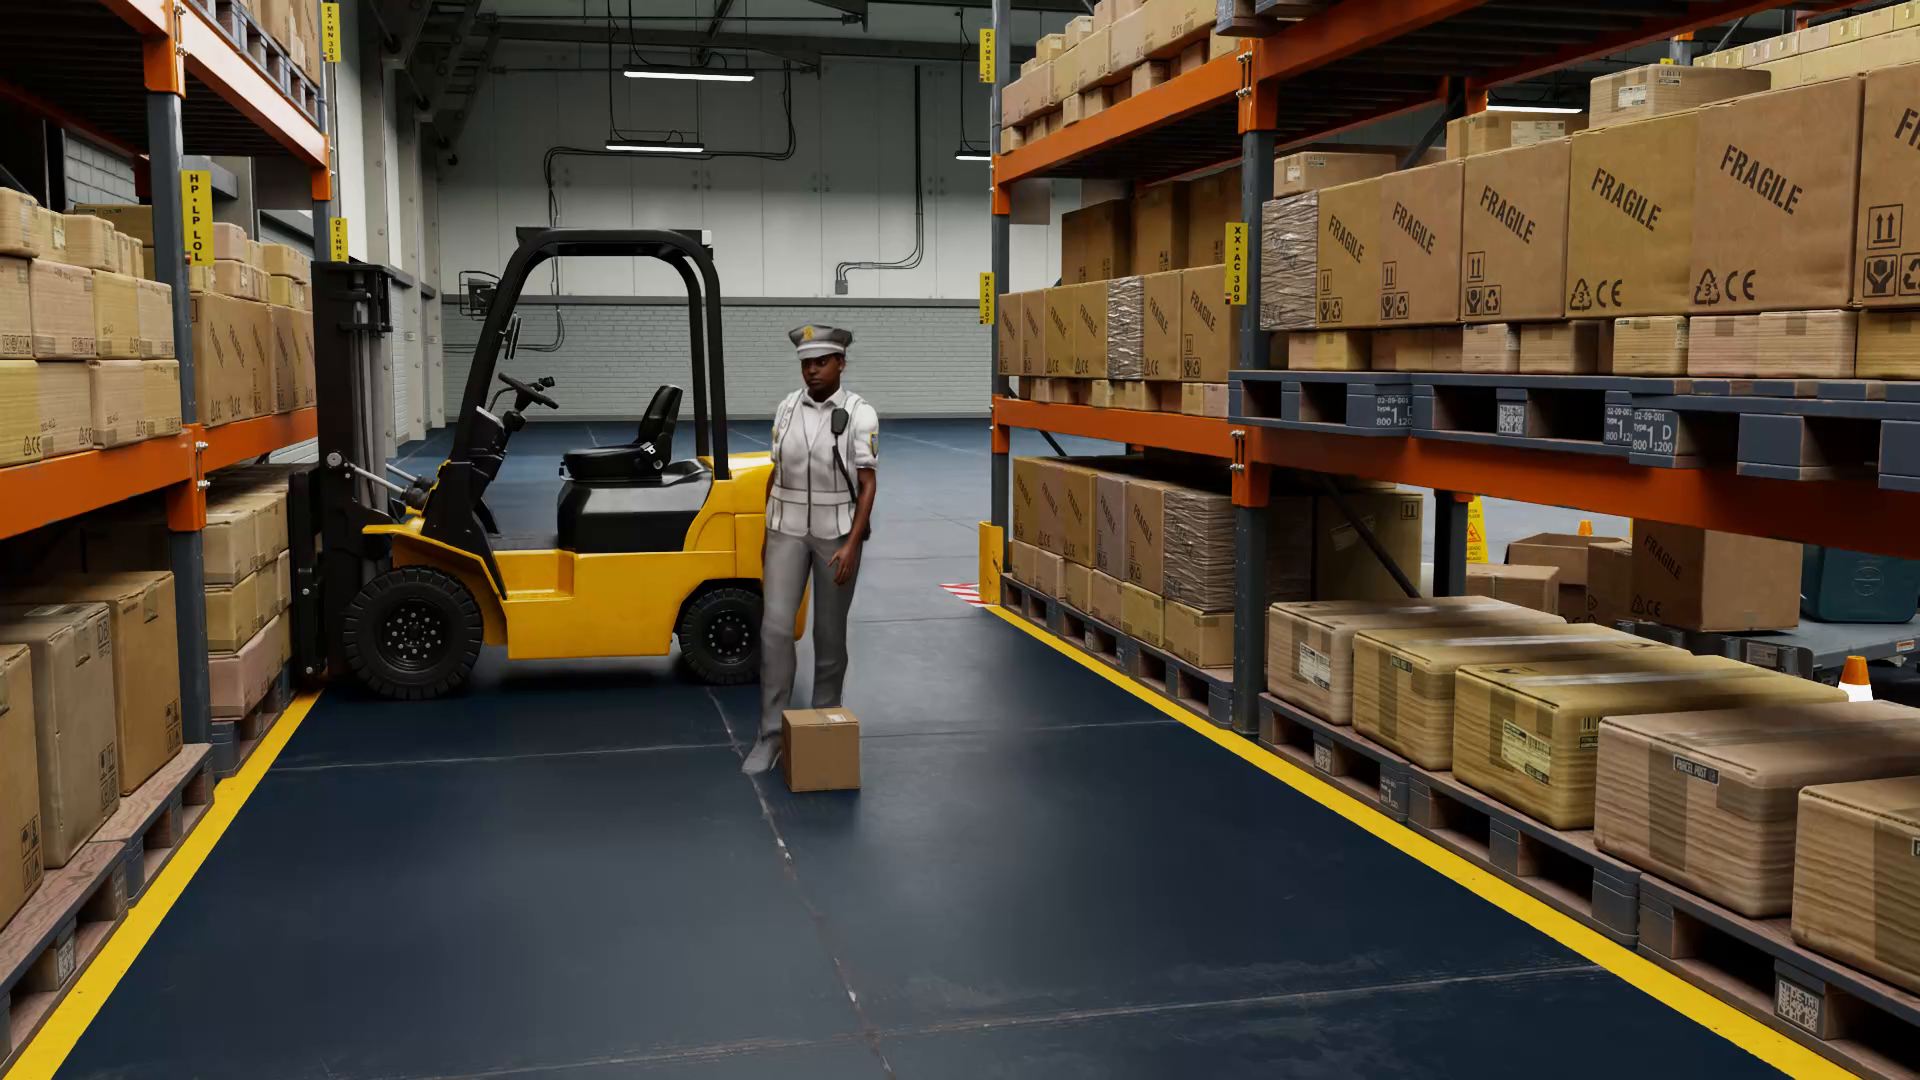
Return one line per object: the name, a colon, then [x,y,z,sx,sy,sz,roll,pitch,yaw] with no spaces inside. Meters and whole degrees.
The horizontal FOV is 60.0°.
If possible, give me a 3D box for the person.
person: [-0.562,0.041,6.419,0.500,1.734,0.579,1,6,7]
